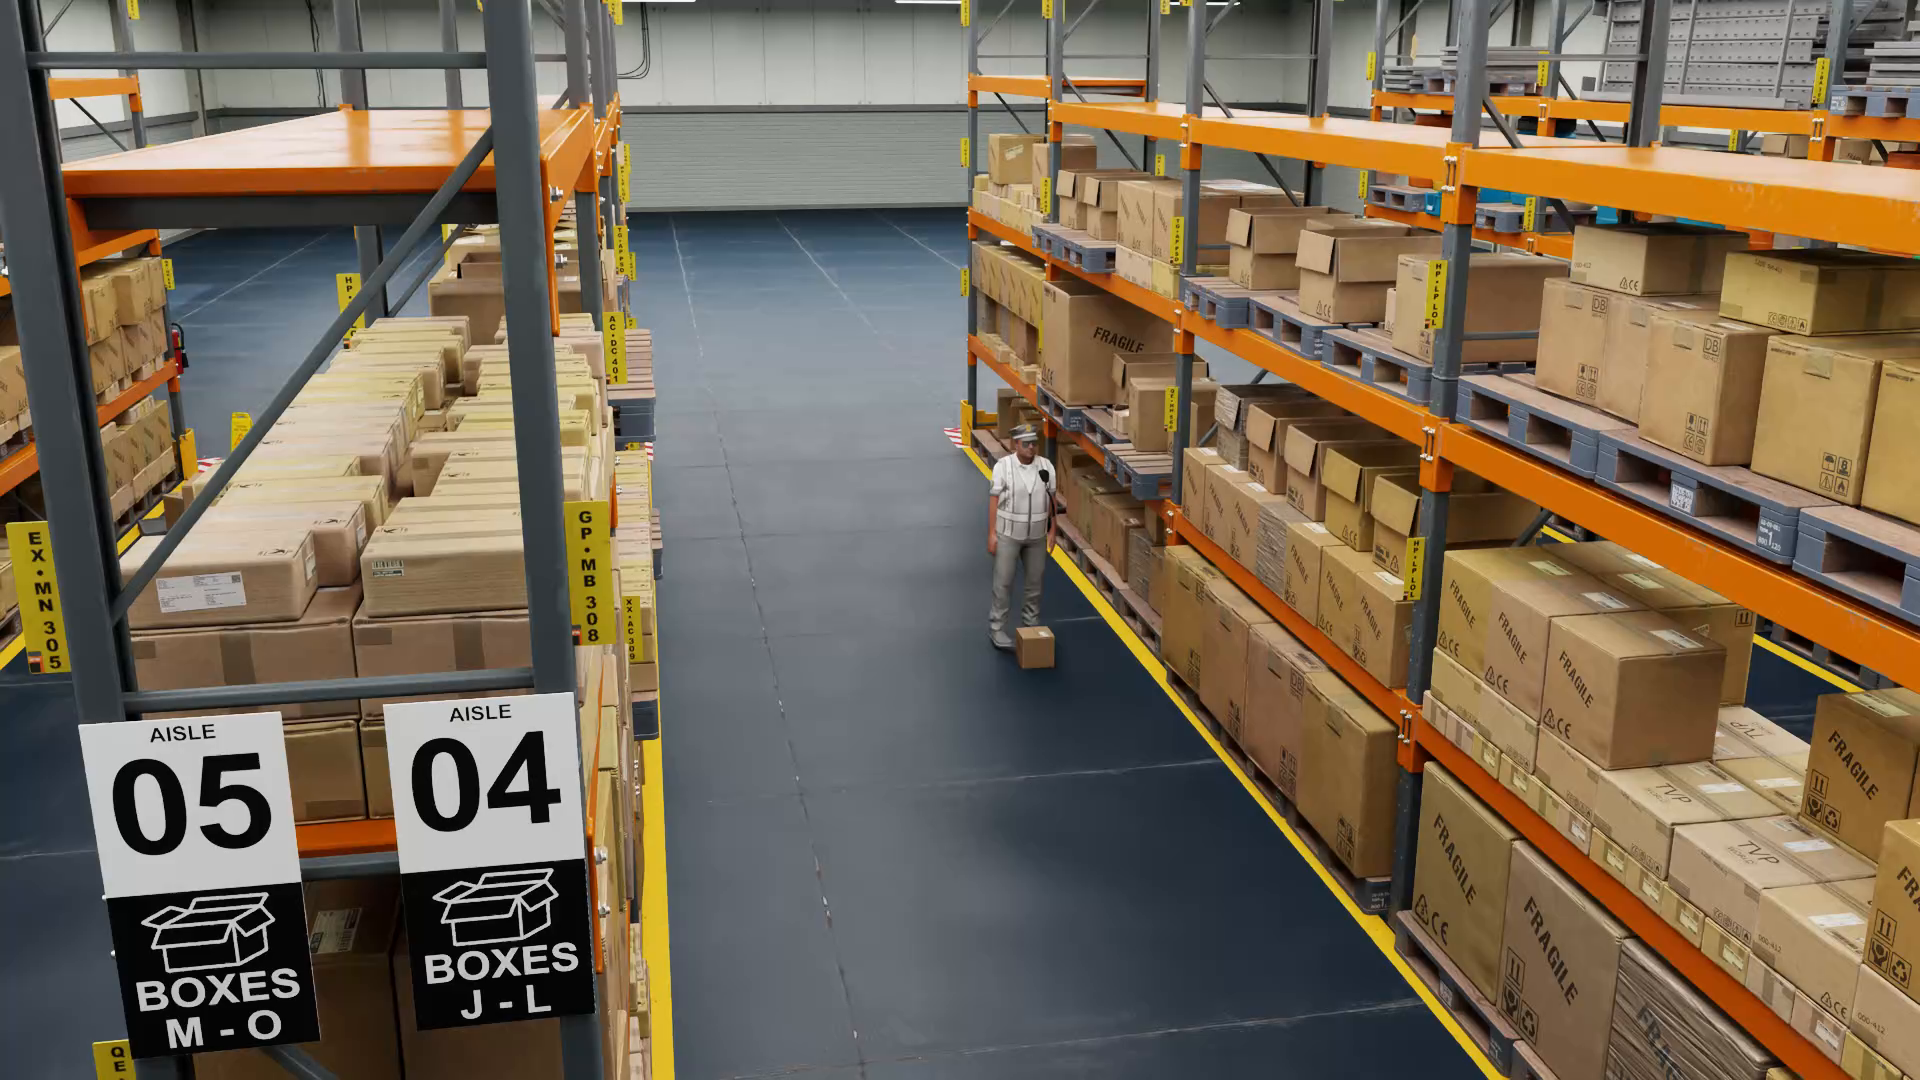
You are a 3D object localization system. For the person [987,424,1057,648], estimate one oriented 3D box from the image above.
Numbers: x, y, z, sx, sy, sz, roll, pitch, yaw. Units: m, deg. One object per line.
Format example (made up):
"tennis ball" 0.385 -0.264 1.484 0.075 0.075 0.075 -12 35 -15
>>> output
"person" 0.506 -0.055 13.095 0.562 1.770 0.449 -4 17 -15
